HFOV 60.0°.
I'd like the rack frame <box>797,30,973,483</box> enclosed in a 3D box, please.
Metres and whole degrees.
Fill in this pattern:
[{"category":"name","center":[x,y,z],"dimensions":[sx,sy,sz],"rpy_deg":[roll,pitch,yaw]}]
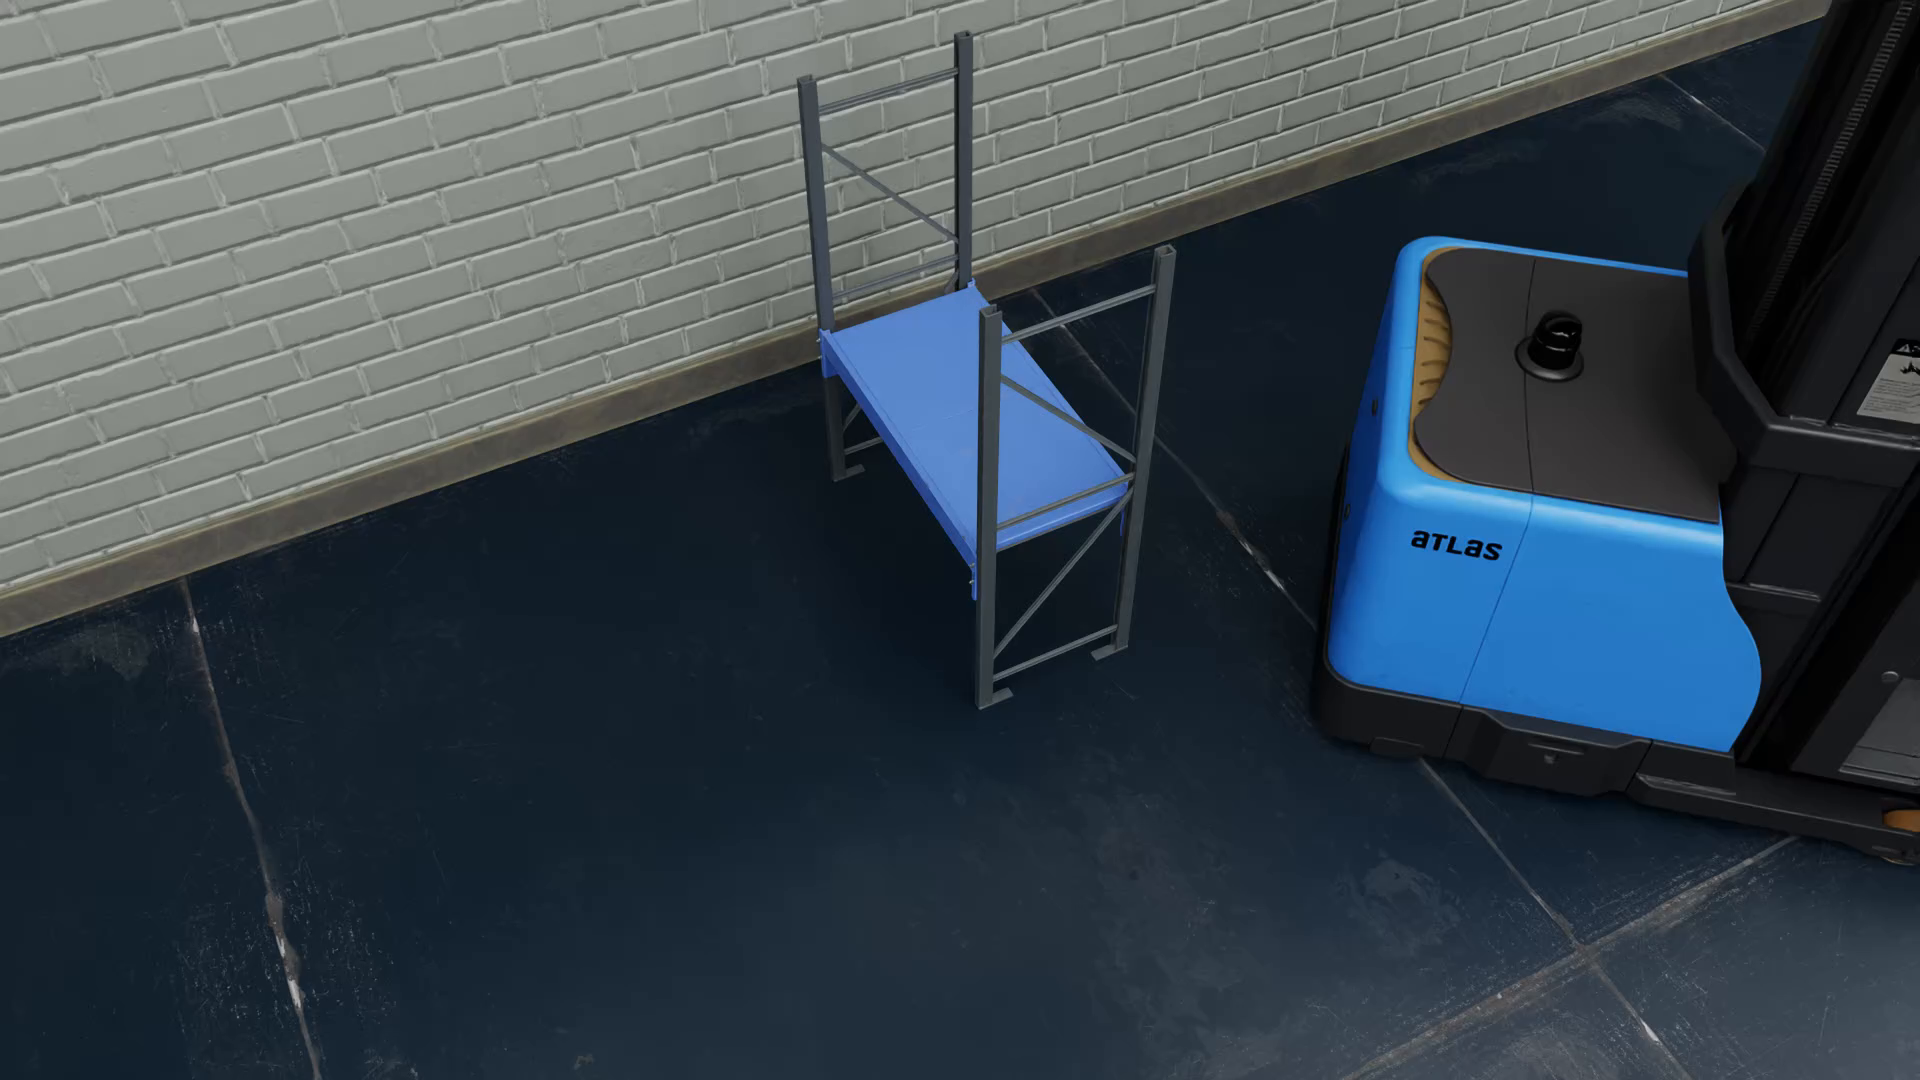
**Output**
[{"category":"rack frame","center":[-0.194,-0.777,4.933],"dimensions":[0.500,1.500,0.032],"rpy_deg":[-21,52,-18]}]

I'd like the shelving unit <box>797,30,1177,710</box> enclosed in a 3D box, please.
[{"category":"shelving unit","center":[0.039,-0.437,4.636],"dimensions":[0.538,1.500,1.048],"rpy_deg":[-21,52,-18]}]

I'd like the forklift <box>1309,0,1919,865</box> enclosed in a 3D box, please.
[{"category":"forklift","center":[2.567,-0.500,3.740],"dimensions":[3.031,2.935,1.130],"rpy_deg":[10,50,9]}]

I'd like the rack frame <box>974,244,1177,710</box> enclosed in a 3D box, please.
[{"category":"rack frame","center":[0.272,-0.096,4.338],"dimensions":[0.500,1.500,0.032],"rpy_deg":[-21,52,-18]}]

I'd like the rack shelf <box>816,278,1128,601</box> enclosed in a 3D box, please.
[{"category":"rack shelf","center":[0.039,-0.318,4.771],"dimensions":[0.538,0.185,1.000],"rpy_deg":[-21,52,-18]}]
